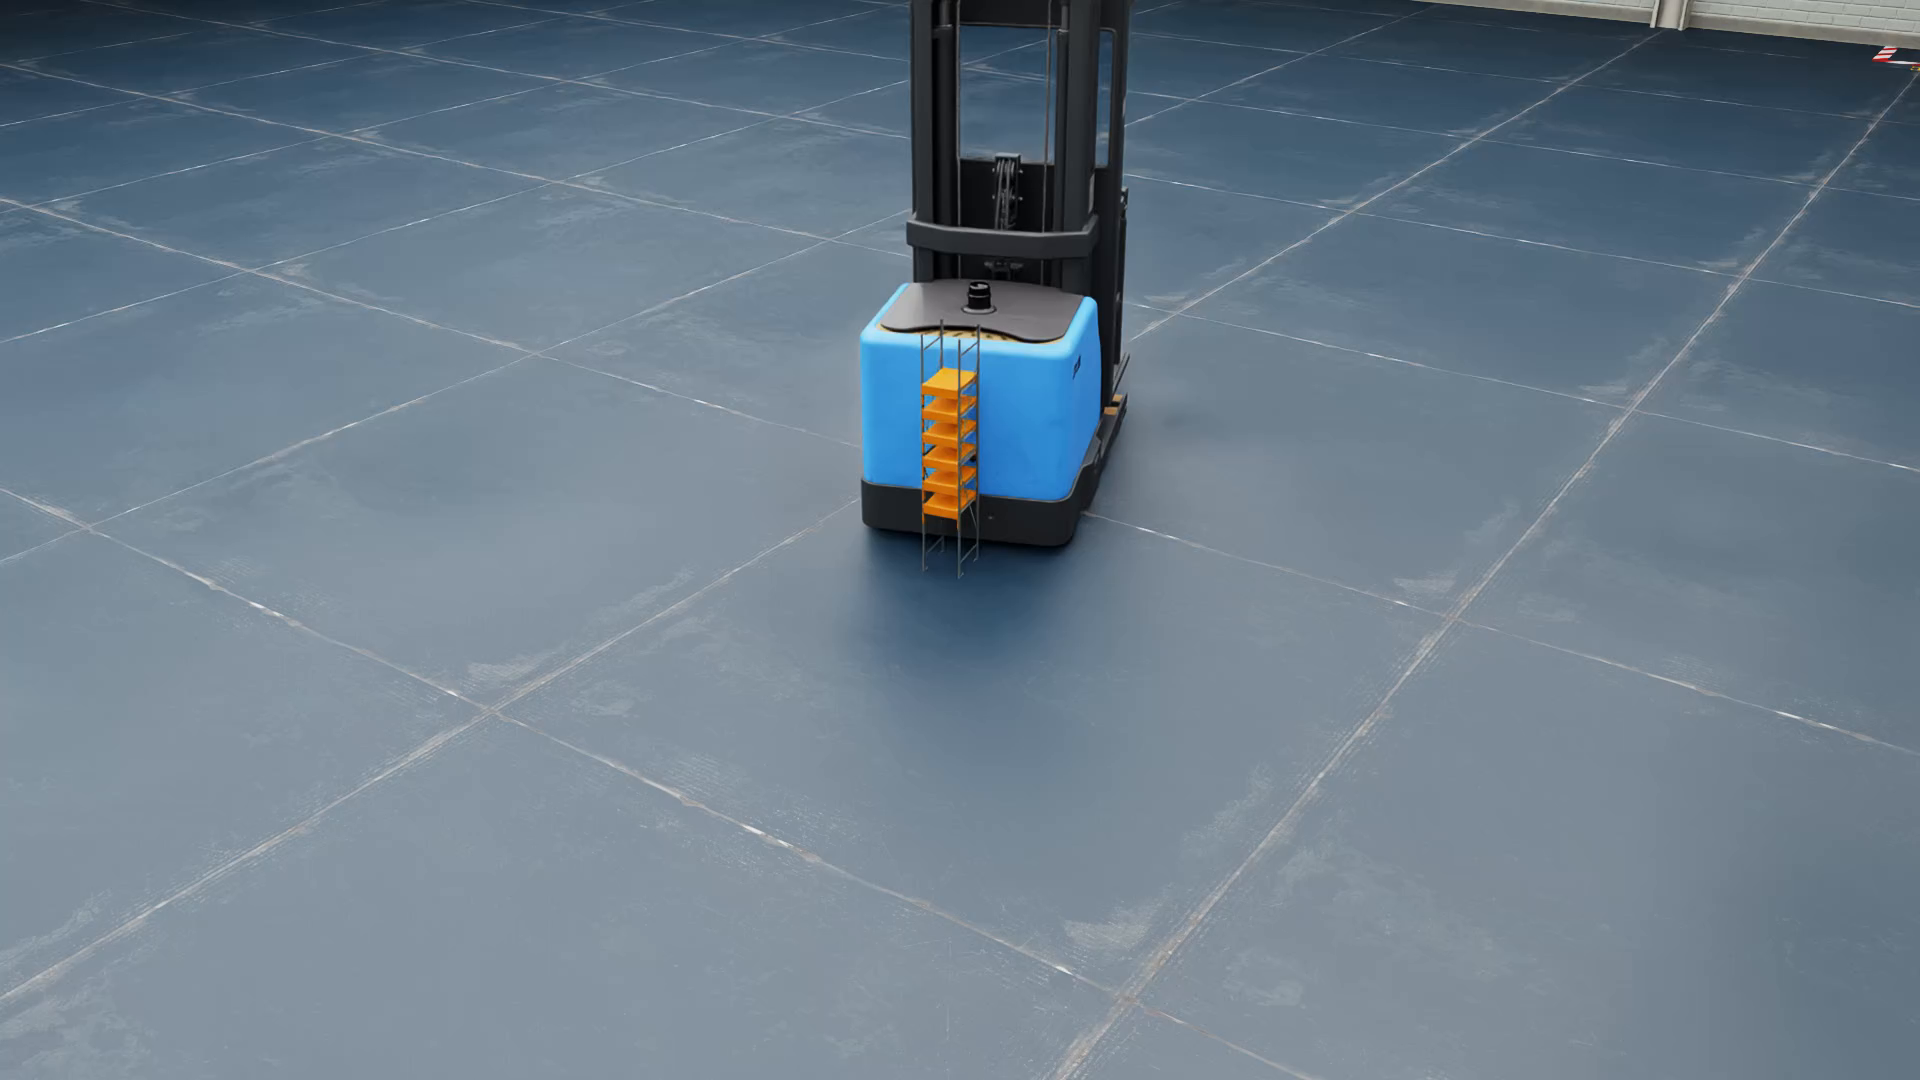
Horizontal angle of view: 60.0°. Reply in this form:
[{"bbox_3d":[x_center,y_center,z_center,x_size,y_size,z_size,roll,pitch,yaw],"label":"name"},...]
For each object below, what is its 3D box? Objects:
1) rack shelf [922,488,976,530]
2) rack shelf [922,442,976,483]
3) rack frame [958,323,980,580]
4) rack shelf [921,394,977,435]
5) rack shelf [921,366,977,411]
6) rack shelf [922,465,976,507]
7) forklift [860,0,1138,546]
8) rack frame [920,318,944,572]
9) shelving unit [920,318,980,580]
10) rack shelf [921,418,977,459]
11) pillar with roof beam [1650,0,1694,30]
[{"bbox_3d":[-0.044,-0.160,7.869,0.180,0.103,0.258,11,29,21],"label":"rack shelf"},{"bbox_3d":[-0.044,-0.374,7.760,0.180,0.103,0.258,11,29,21],"label":"rack shelf"},{"bbox_3d":[0.040,-0.397,7.708,0.006,1.200,0.240,11,29,21],"label":"rack frame"},{"bbox_3d":[-0.044,-0.588,7.651,0.180,0.103,0.258,11,29,21],"label":"rack shelf"},{"bbox_3d":[-0.044,-0.695,7.597,0.180,0.103,0.258,11,29,21],"label":"rack shelf"},{"bbox_3d":[-0.044,-0.267,7.815,0.180,0.103,0.258,11,29,21],"label":"rack shelf"},{"bbox_3d":[0.346,-1.924,8.799,1.130,2.935,3.031,6,28,12],"label":"forklift"},{"bbox_3d":[-0.128,-0.430,7.772,0.006,1.200,0.240,11,29,21],"label":"rack frame"},{"bbox_3d":[-0.044,-0.414,7.740,0.189,1.200,0.258,11,29,21],"label":"shelving unit"},{"bbox_3d":[-0.044,-0.481,7.706,0.180,0.103,0.258,11,29,21],"label":"rack shelf"},{"bbox_3d":[6.499,-8.866,15.749,0.400,9.000,9.100,17,32,30],"label":"pillar with roof beam"}]
